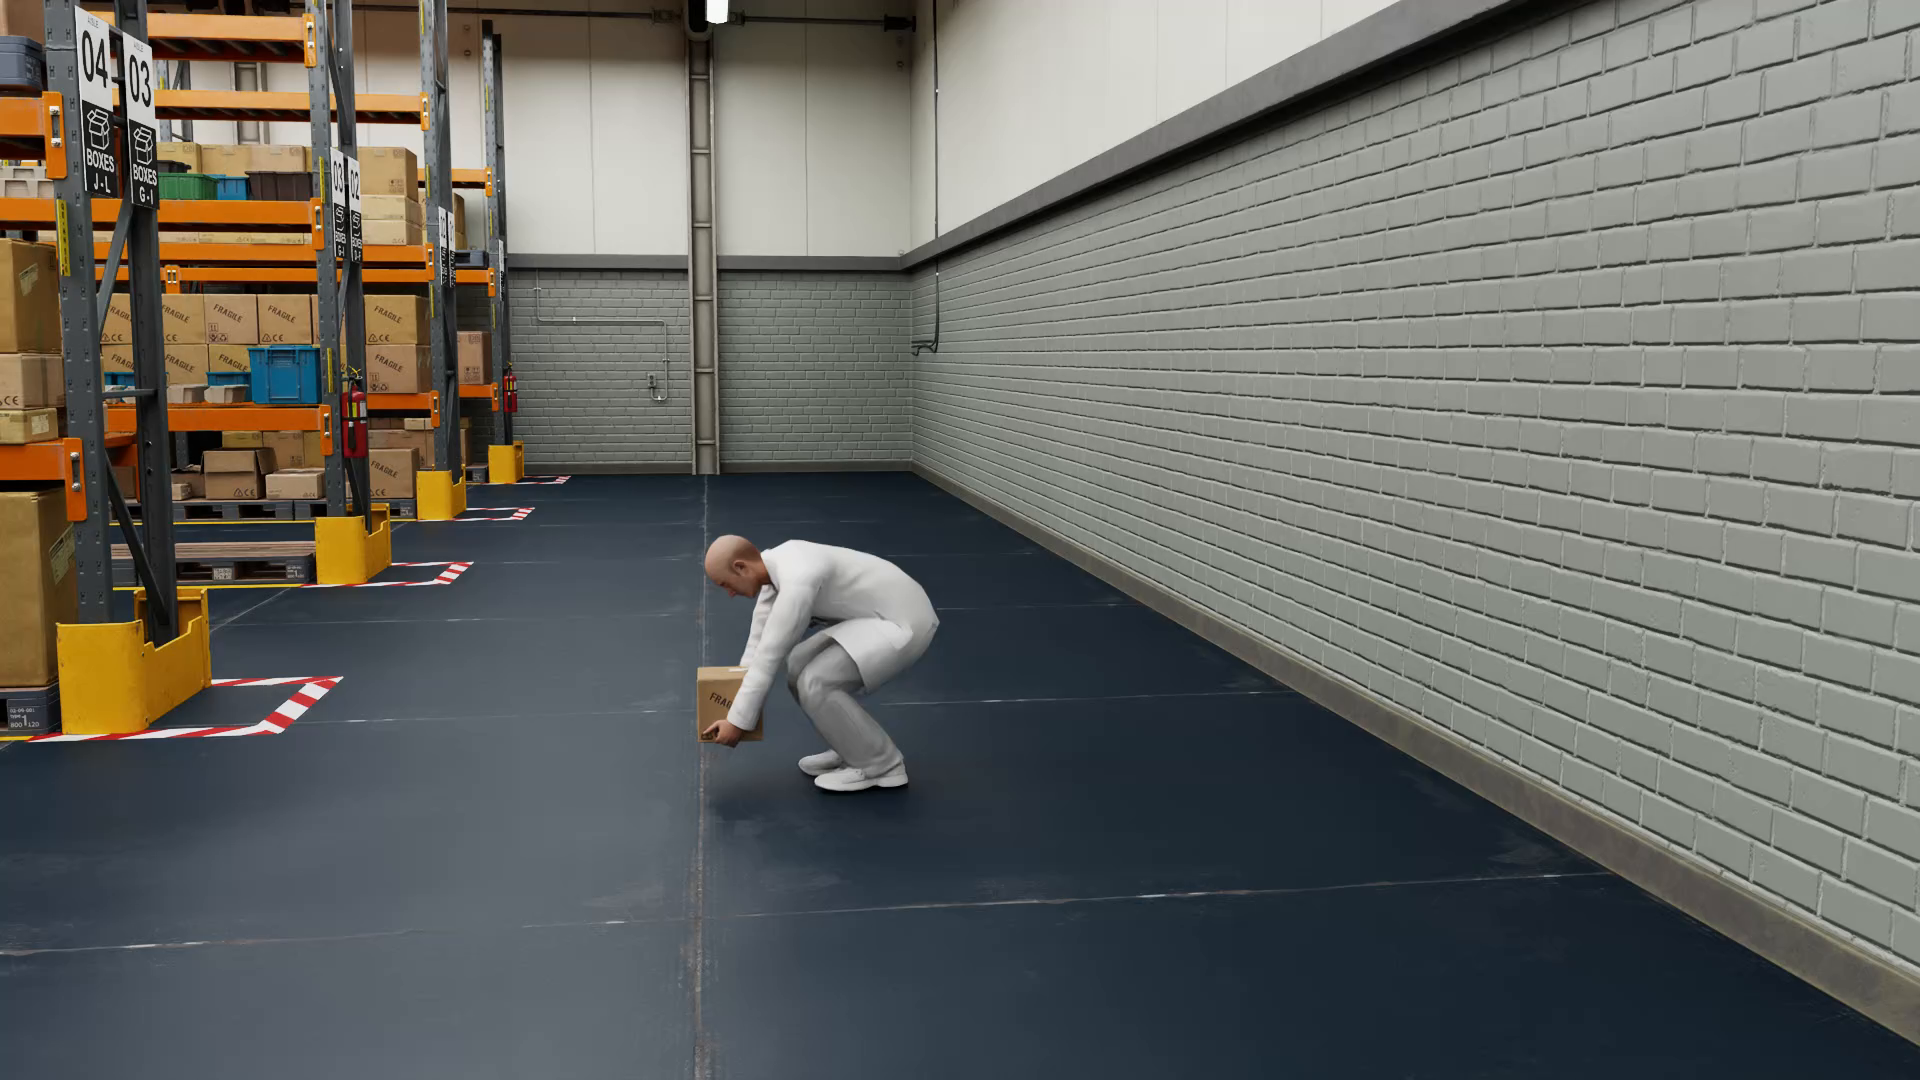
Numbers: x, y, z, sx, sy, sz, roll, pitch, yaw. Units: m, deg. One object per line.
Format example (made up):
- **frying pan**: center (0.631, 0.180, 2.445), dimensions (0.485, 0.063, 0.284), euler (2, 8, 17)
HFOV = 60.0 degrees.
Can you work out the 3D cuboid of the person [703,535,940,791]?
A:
- **person**: center (-0.551, 0.468, 6.577), dimensions (0.940, 1.003, 0.587), euler (-1, 6, -11)
